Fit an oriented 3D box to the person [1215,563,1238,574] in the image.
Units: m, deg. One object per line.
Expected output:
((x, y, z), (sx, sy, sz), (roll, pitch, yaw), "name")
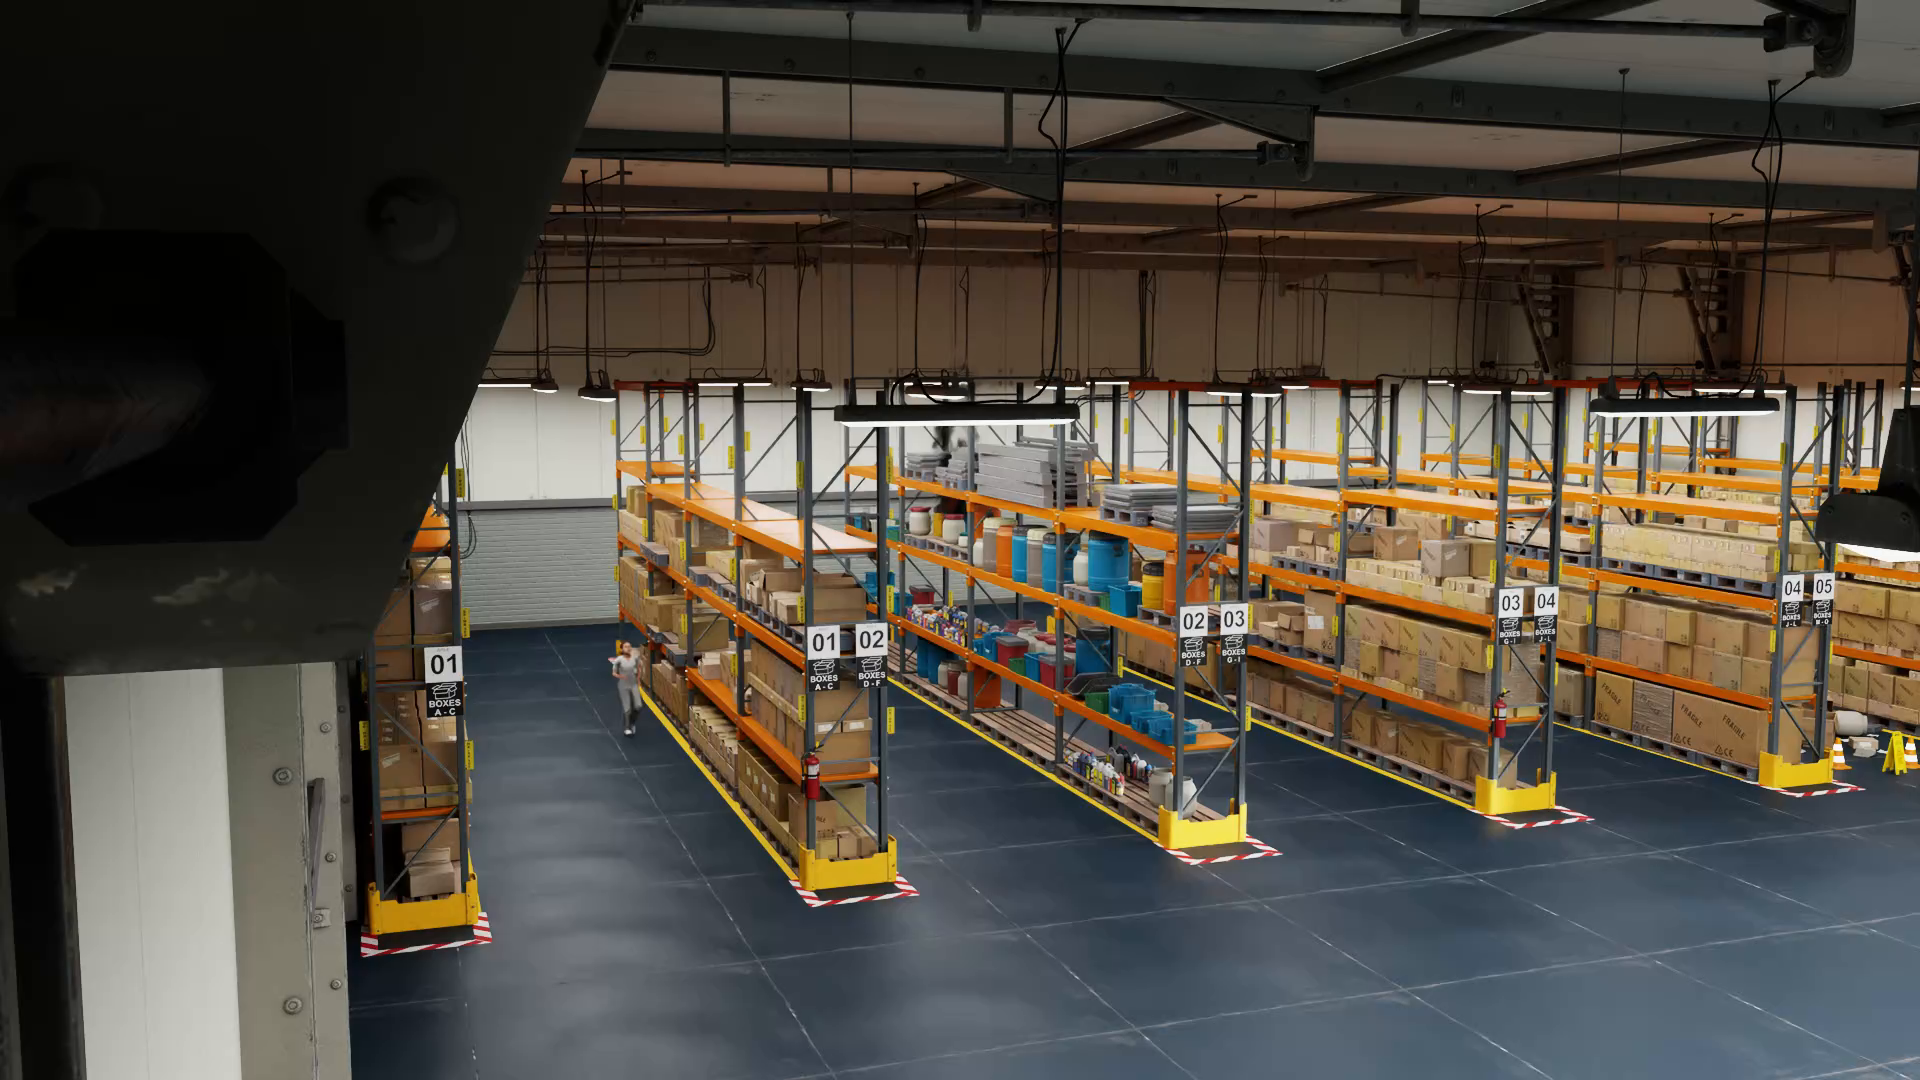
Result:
((6.537, 1.093, 41.361), (0.680, 1.737, 0.971), (6, 8, 44), "person")

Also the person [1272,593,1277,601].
((6.556, 1.882, 34.677), (0.546, 1.564, 0.635), (-2, 6, -20), "person")

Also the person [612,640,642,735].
((-5.615, 2.520, 28.263), (0.553, 1.628, 0.564), (-3, 7, -26), "person")

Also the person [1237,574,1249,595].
((6.279, 1.567, 37.631), (0.608, 1.605, 0.538), (-1, 6, -13), "person")
